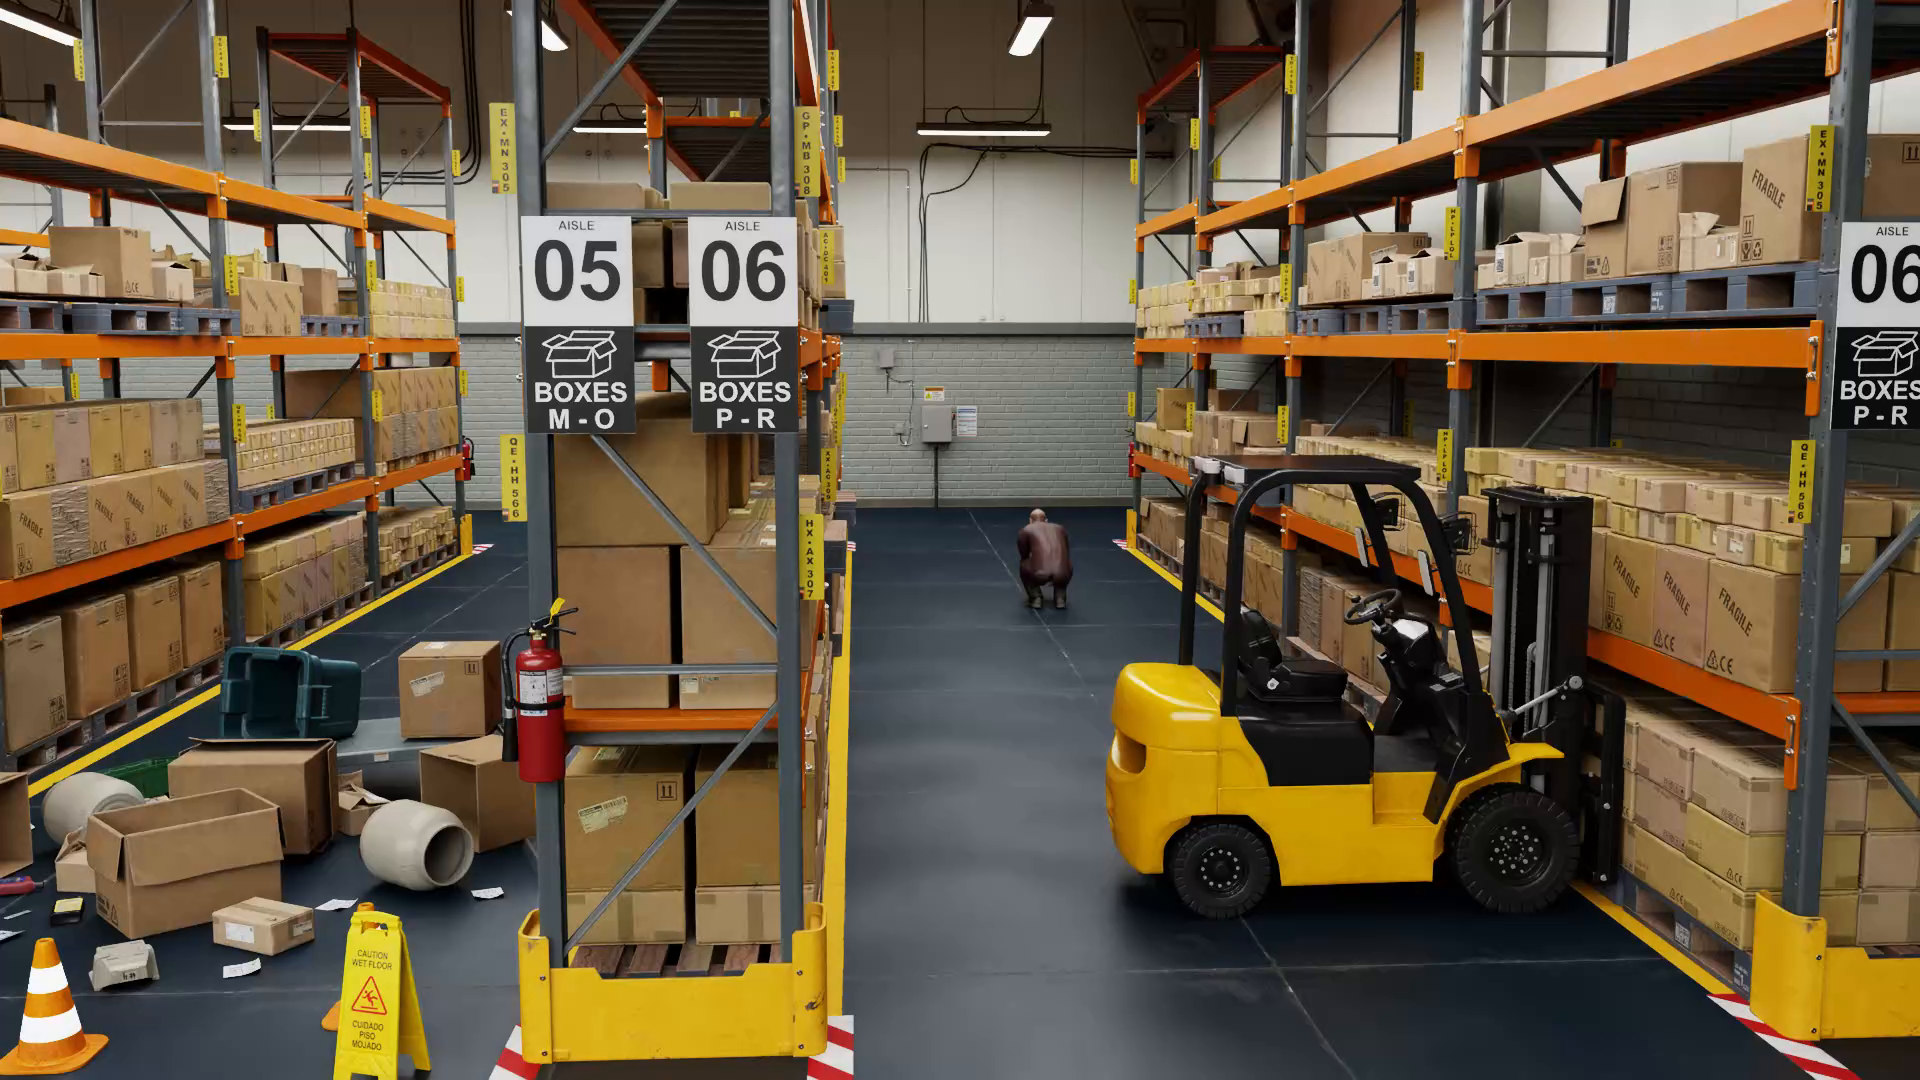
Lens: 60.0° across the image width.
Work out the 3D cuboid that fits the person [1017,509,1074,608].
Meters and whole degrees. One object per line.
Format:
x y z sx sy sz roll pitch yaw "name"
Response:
0.902 0.190 17.565 0.591 0.995 0.905 0 7 -4 "person"
